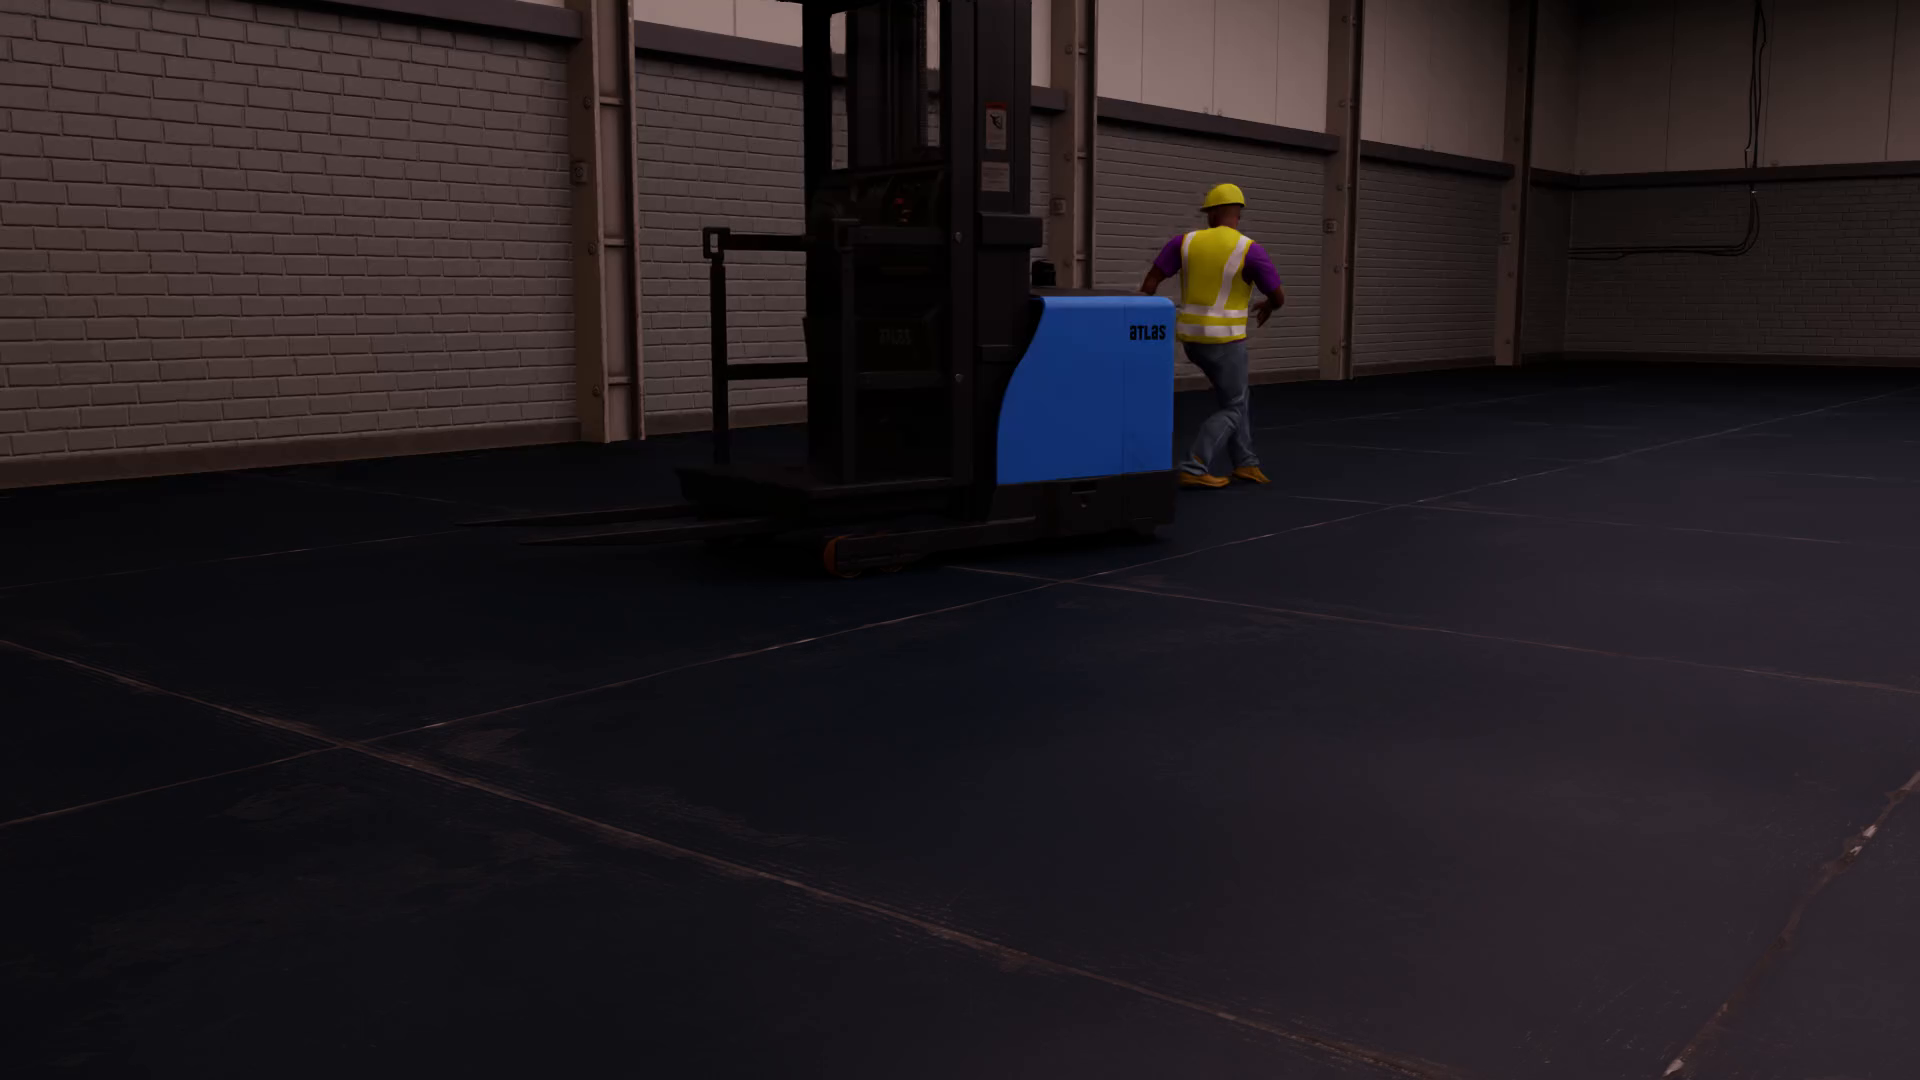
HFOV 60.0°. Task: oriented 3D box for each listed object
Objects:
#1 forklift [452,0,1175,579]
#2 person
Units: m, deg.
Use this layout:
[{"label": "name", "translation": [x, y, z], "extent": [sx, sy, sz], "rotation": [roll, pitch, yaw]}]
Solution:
[{"label": "forklift", "translation": [-0.519, -1.388, 6.767], "extent": [3.031, 2.935, 1.130], "rotation": [-6, 10, -37]}, {"label": "person", "translation": [1.467, -1.125, 9.386], "extent": [0.911, 1.746, 0.613], "rotation": [-5, 10, -33]}]
